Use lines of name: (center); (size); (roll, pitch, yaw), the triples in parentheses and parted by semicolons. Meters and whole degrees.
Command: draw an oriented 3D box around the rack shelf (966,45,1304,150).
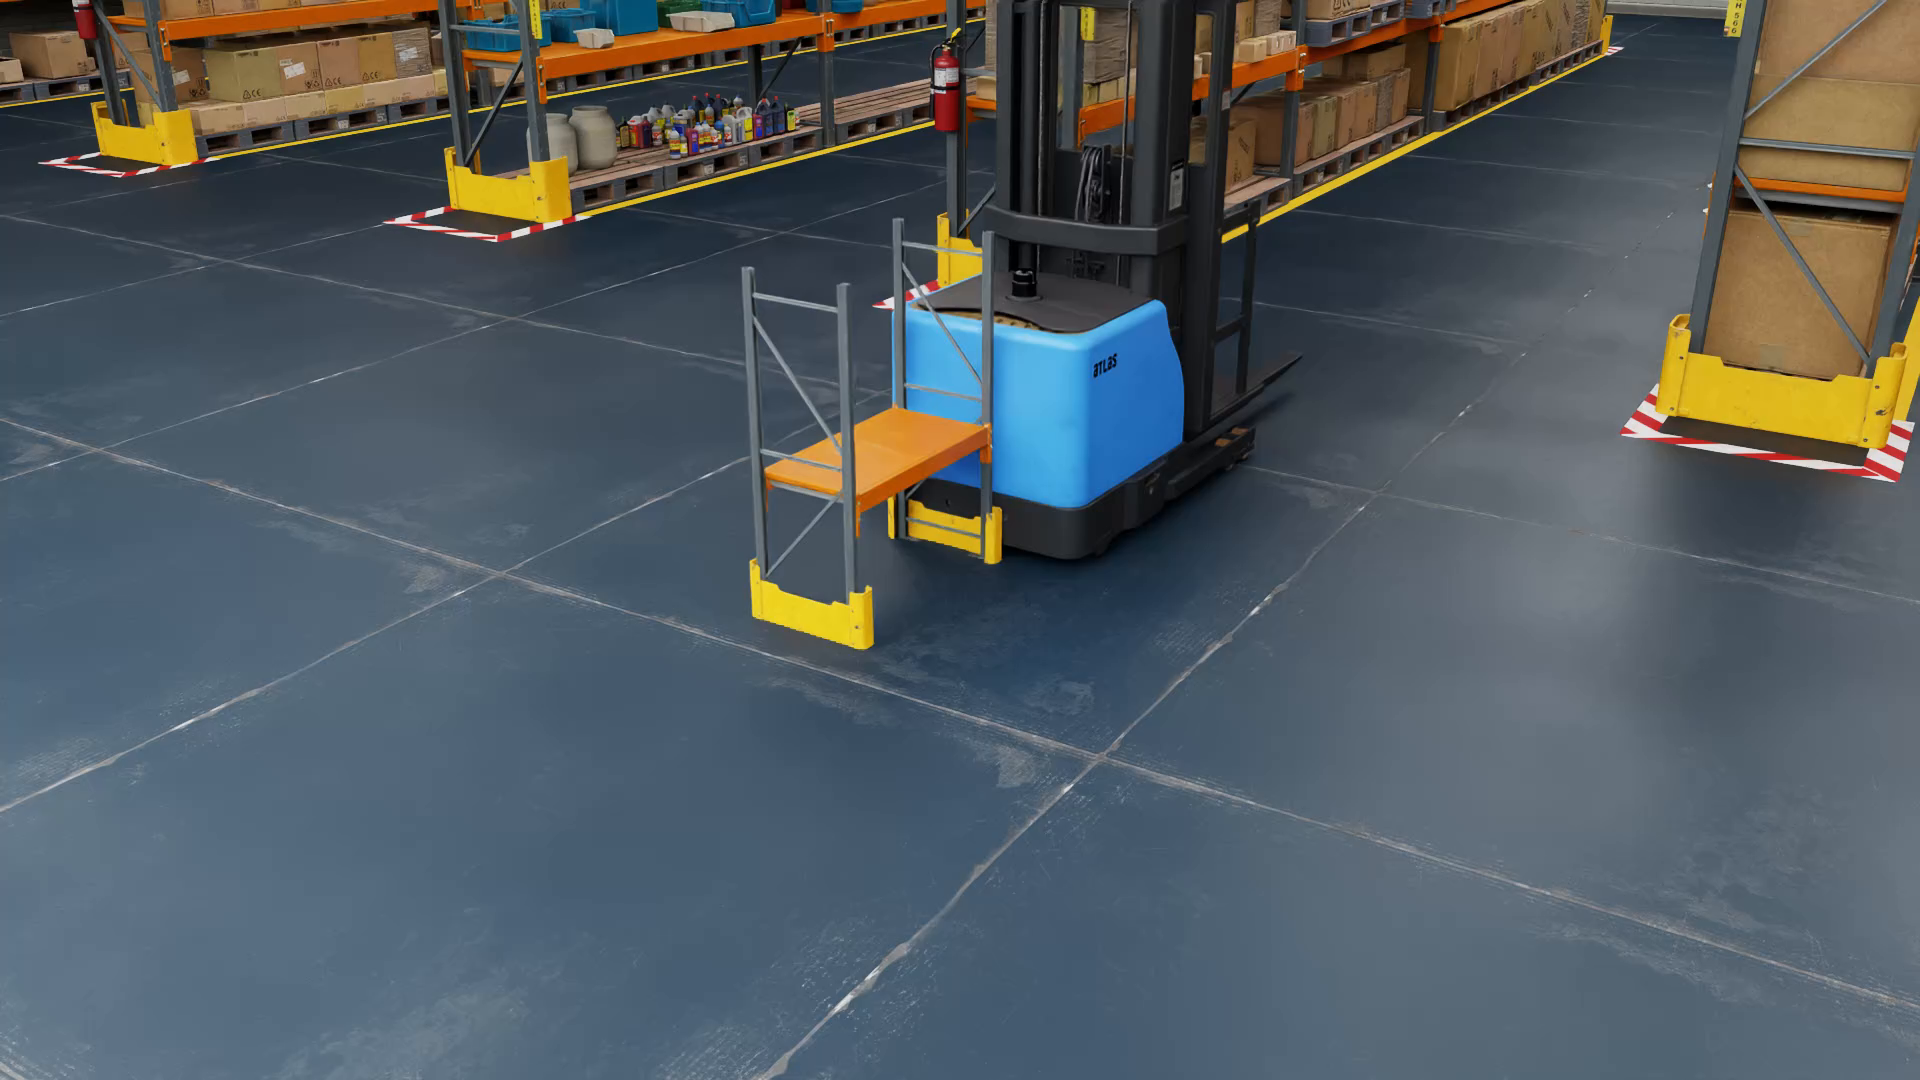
rack shelf: (1.417, -3.459, 12.871); (1.077, 0.370, 4.000); (14, 27, 29)

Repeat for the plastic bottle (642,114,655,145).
plastic bottle: (-3.020, -3.942, 15.956); (0.152, 0.276, 0.135); (13, 27, 28)

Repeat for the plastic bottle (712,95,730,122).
plastic bottle: (-2.391, -4.273, 16.626); (0.144, 0.351, 0.185); (14, 27, 29)

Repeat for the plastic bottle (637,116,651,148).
plastic bottle: (-3.002, -3.877, 15.795); (0.061, 0.283, 0.133); (14, 27, 29)

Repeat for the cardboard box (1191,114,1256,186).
cardboard box: (2.227, -3.384, 14.408); (0.500, 0.500, 0.500); (13, 27, 27)

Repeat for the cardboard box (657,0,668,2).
cardboard box: (-5.451, -9.555, 28.665); (0.700, 0.500, 0.500); (14, 27, 30)

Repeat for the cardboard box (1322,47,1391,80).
cardboard box: (3.983, -4.800, 16.711); (0.500, 0.250, 0.500); (17, 29, 35)

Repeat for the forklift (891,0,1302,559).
forklift: (0.895, -1.795, 8.206); (1.130, 2.935, 3.031); (14, 27, 30)

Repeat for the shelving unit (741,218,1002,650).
shelving unit: (-0.343, -0.482, 6.977); (0.587, 1.500, 1.083); (14, 27, 30)

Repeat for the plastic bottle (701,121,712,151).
plastic bottle: (-2.391, -3.798, 15.629); (0.097, 0.271, 0.097); (0, 23, 0)

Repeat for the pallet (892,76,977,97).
pallet: (-0.067, -5.320, 19.772); (1.003, 0.211, 1.213); (14, 27, 29)

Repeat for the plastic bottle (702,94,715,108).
plastic bottle: (-2.514, -4.303, 16.695); (0.144, 0.351, 0.185); (15, 27, 30)

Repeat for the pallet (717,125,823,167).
pallet: (-2.125, -4.005, 16.736); (1.003, 0.211, 1.213); (14, 27, 29)

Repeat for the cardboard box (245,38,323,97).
cardboard box: (-7.065, -4.942, 17.378); (0.500, 0.500, 0.500); (14, 27, 29)

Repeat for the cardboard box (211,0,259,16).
cardboard box: (-7.522, -5.571, 16.717); (0.700, 0.500, 0.500); (15, 27, 30)

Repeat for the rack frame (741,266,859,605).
rack frame: (-0.624, -0.310, 6.577); (0.500, 1.500, 0.032); (14, 27, 30)

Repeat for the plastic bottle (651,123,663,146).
plastic bottle: (-2.904, -3.888, 15.925); (0.097, 0.201, 0.097); (0, 23, 0)

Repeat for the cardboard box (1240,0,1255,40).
cardboard box: (1.889, -4.347, 13.515); (0.875, 0.500, 0.500); (14, 27, 29)

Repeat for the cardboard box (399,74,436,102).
cardboard box: (-6.273, -5.104, 18.696); (0.500, 0.250, 0.500); (14, 27, 29)

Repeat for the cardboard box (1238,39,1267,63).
cardboard box: (2.248, -3.953, 13.422); (0.380, 0.149, 0.250); (14, 27, 29)

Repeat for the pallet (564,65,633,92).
pallet: (-4.944, -5.932, 21.188); (1.003, 0.211, 1.213); (14, 27, 29)

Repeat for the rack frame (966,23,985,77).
rack frame: (0.374, -6.853, 19.804); (1.000, 3.000, 0.127); (14, 27, 29)

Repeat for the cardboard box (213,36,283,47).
cardboard box: (-7.507, -5.051, 17.630); (0.500, 0.500, 0.500); (14, 27, 29)

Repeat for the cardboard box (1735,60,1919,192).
cardboard box: (4.680, -2.245, 8.970); (0.875, 0.550, 0.550); (14, 27, 29)

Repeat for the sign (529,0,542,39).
sign: (-3.381, -4.163, 13.242); (0.100, 0.325, 0.005); (14, 27, 29)

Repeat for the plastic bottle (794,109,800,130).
plastic bottle: (-1.662, -4.233, 16.720); (0.097, 0.201, 0.097); (0, 23, 0)

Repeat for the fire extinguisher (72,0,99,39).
fire extinguisher: (-8.509, -5.214, 16.115); (0.296, 0.674, 0.183); (14, 27, 29)

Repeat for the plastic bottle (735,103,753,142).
plastic bottle: (-2.102, -4.037, 16.081); (0.144, 0.351, 0.185); (14, 27, 29)

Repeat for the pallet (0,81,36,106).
pallet: (-11.764, -5.241, 19.592); (1.003, 0.211, 1.213); (14, 27, 29)

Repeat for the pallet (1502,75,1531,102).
pallet: (6.349, -5.609, 20.440); (1.003, 0.211, 1.213); (14, 27, 29)

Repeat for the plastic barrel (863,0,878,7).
plastic barrel: (-1.045, -5.842, 17.298); (0.433, 0.535, 0.433); (0, 23, 0)

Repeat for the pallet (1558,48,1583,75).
pallet: (7.802, -6.539, 22.588); (1.003, 0.211, 1.213); (14, 27, 29)

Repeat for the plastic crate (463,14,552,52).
plastic crate: (-3.836, -4.316, 14.131); (0.499, 0.251, 0.616); (14, 27, 29)

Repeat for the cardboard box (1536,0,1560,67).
cardboard box: (7.108, -6.588, 21.339); (0.875, 0.875, 0.875); (14, 27, 29)

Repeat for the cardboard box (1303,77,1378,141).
cardboard box: (3.671, -4.256, 16.399); (0.700, 0.500, 0.500); (16, 28, 33)

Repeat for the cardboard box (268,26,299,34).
cardboard box: (-9.548, -7.070, 22.899); (0.700, 0.500, 0.500); (13, 27, 28)

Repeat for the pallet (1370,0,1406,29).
pallet: (3.573, -5.050, 15.881); (1.003, 0.211, 1.213); (14, 27, 29)

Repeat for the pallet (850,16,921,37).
pallet: (-1.359, -8.194, 26.412); (1.003, 0.211, 1.213); (14, 27, 29)

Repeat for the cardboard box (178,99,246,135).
cardboard box: (-7.580, -4.257, 16.740); (0.500, 0.250, 0.500); (14, 27, 29)

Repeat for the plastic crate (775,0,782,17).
plastic crate: (-2.120, -5.324, 16.351); (0.767, 0.338, 0.504); (14, 27, 29)

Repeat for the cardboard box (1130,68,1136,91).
cardboard box: (1.122, -3.296, 11.904); (0.380, 0.149, 0.250); (14, 27, 29)

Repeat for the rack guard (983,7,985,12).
rack guard: (0.348, -9.419, 28.879); (1.175, 0.500, 0.348); (14, 27, 29)

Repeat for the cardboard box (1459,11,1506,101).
cardboard box: (5.441, -5.560, 18.964); (1.225, 0.875, 0.875); (14, 27, 29)

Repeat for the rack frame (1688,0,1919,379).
rack frame: (4.523, -2.041, 8.689); (1.000, 3.000, 0.127); (14, 27, 29)

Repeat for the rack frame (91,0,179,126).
rack frame: (-8.052, -5.192, 15.967); (1.000, 3.000, 0.127); (14, 27, 29)

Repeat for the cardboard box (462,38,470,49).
cardboard box: (-5.512, -5.817, 19.639); (0.500, 0.311, 0.500); (14, 27, 29)
